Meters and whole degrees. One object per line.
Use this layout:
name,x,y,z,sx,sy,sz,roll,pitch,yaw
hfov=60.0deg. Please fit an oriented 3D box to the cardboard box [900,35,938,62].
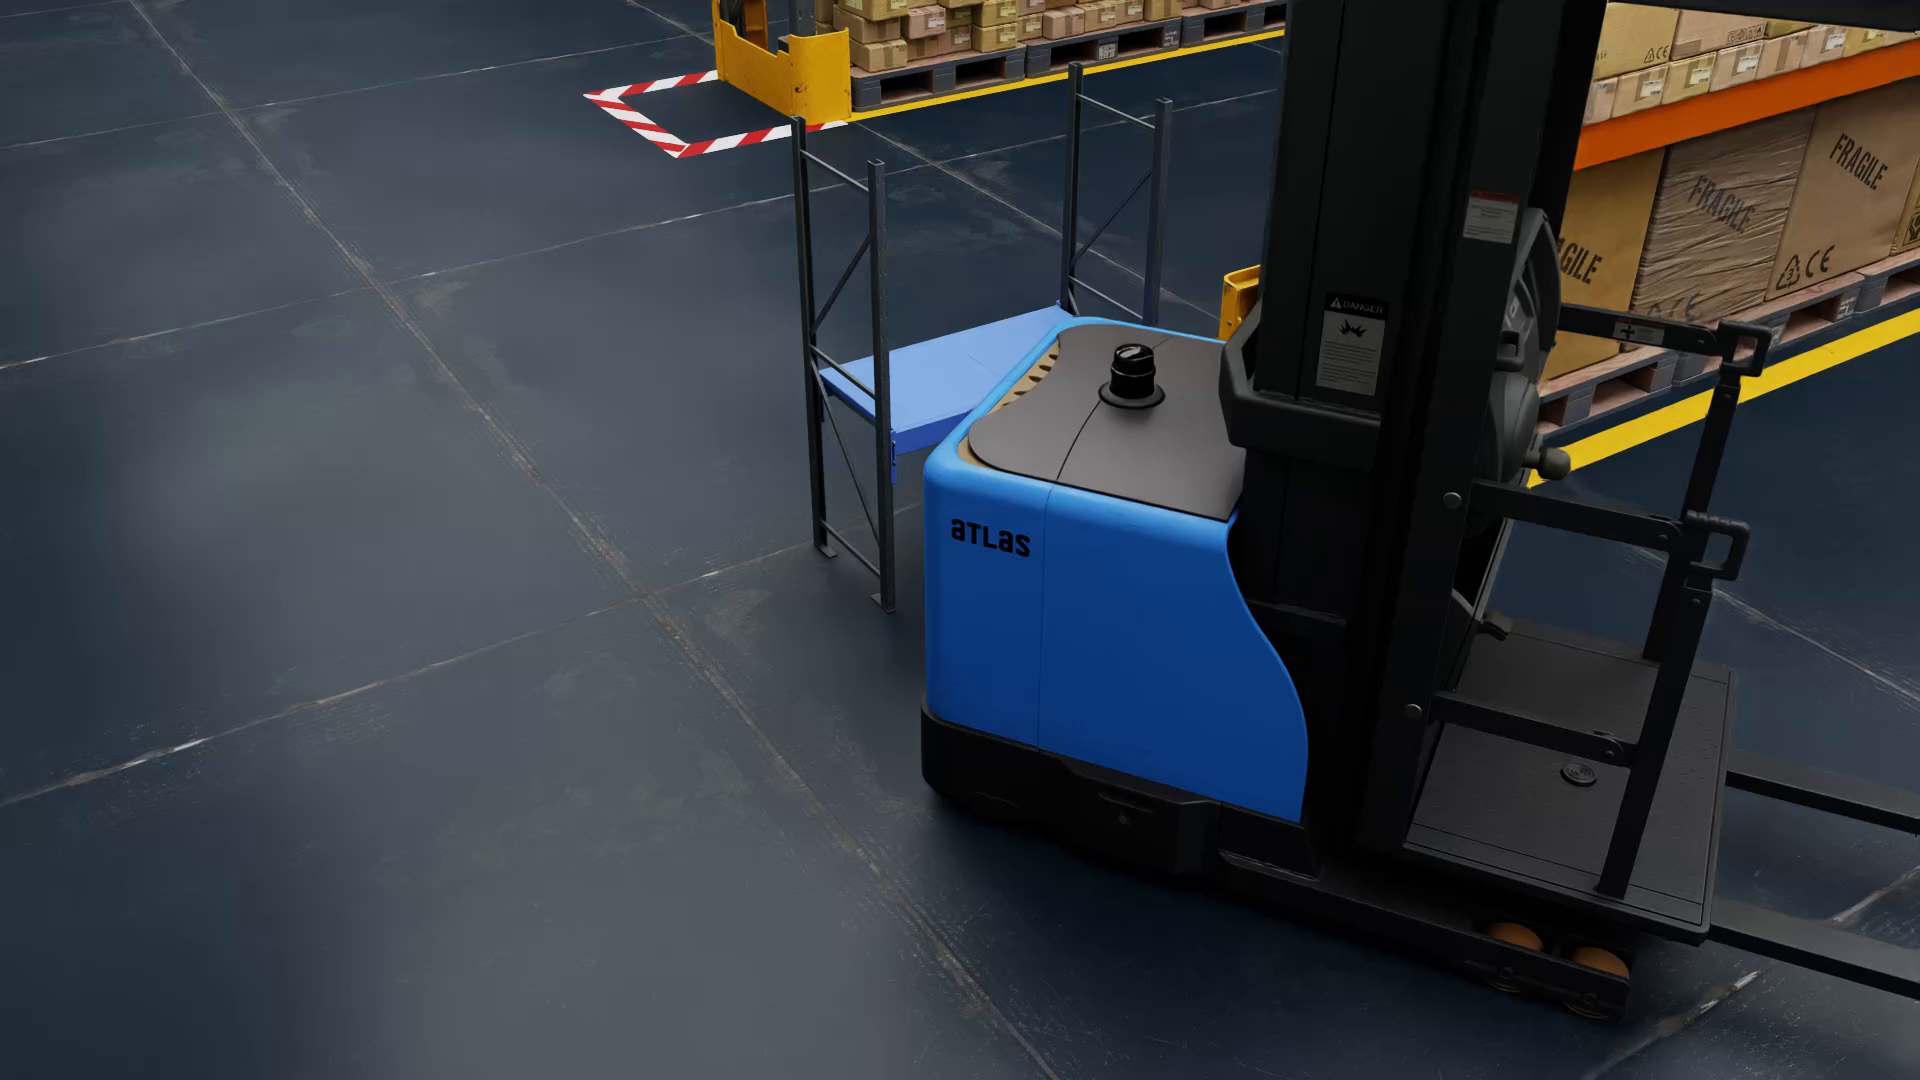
cardboard box,-0.339,-3.002,9.976,0.250,0.149,0.380,-19,37,-27

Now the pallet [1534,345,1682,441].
pallet,2.104,-0.743,6.730,1.213,0.211,1.003,-19,37,-27

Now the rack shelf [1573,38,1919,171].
rack shelf,3.155,-1.930,6.673,4.000,0.370,1.077,-19,37,-27

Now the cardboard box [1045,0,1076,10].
cardboard box,0.521,-3.450,10.407,0.250,0.149,0.380,-17,36,-25

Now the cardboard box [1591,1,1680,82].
cardboard box,2.024,-1.736,5.553,0.500,0.250,0.500,-20,37,-28

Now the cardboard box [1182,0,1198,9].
cardboard box,1.351,-3.607,10.935,0.250,0.149,0.380,-20,37,-28

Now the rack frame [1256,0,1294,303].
rack frame,1.474,-1.656,5.564,0.127,3.000,1.000,-19,37,-27

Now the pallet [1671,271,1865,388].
pallet,3.128,-1.094,7.286,1.213,0.211,1.003,-19,37,-27

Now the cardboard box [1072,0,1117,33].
cardboard box,0.778,-3.343,10.516,0.250,0.149,0.380,-19,37,-27

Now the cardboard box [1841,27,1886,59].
cardboard box,3.243,-1.950,6.265,0.250,0.149,0.380,-20,37,-28

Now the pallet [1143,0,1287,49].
pallet,1.688,-3.677,11.381,1.213,0.211,1.003,-19,37,-27

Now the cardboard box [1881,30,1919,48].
cardboard box,3.463,-2.027,6.387,0.250,0.149,0.380,-18,37,-27

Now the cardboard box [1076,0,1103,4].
cardboard box,0.754,-3.524,10.524,0.250,0.149,0.380,-17,36,-25

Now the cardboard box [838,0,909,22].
cardboard box,-0.504,-3.132,9.625,0.250,0.149,0.380,-21,38,-29

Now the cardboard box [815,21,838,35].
cardboard box,-0.799,-3.127,10.175,0.250,0.149,0.380,-18,37,-26

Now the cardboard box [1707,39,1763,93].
cardboard box,2.600,-1.730,5.916,0.250,0.149,0.380,-20,37,-28

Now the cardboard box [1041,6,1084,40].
cardboard box,0.560,-3.251,10.371,0.250,0.149,0.380,-21,38,-30

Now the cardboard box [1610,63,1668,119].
cardboard box,2.166,-1.580,5.678,0.250,0.149,0.380,-20,37,-28

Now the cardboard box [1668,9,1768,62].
cardboard box,2.457,-1.890,5.796,0.500,0.250,0.500,-19,37,-28

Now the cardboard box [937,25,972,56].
cardboard box,-0.134,-3.077,10.095,0.250,0.149,0.380,-19,37,-27

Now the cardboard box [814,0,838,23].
cardboard box,-0.839,-3.288,10.151,0.250,0.149,0.380,-20,37,-29

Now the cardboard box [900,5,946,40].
cardboard box,-0.288,-3.098,9.849,0.250,0.149,0.380,-19,37,-27

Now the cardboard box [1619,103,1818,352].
cardboard box,2.733,-1.419,6.786,0.875,0.875,0.875,-19,37,-27

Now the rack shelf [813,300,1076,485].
rack shelf,0.072,-0.507,5.485,1.000,0.185,0.538,-19,37,-27

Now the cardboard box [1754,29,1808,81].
cardboard box,2.814,-1.803,6.032,0.250,0.149,0.380,-20,37,-28

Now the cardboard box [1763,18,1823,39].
cardboard box,2.881,-2.033,6.024,0.500,0.250,0.500,-20,38,-29

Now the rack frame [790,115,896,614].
rack frame,-0.356,-0.512,5.156,0.032,1.500,0.500,-19,37,-27

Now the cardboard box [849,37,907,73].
cardboard box,-0.515,-2.890,9.798,0.250,0.149,0.380,-18,37,-26

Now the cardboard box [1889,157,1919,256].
cardboard box,4.238,-1.937,7.607,0.875,0.875,0.875,-19,37,-27

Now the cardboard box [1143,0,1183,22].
cardboard box,1.219,-3.473,10.722,0.250,0.149,0.380,-19,37,-27

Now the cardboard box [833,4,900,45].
cardboard box,-0.549,-3.044,9.763,0.250,0.149,0.380,-17,36,-25

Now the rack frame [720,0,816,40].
rack frame,-1.128,-3.910,9.137,0.127,3.000,1.000,-19,37,-27

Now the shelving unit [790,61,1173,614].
shelving unit,0.072,-0.659,5.389,1.048,1.500,0.538,-19,37,-27

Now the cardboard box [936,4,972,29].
cardboard box,-0.130,-3.208,10.024,0.250,0.149,0.380,-18,37,-27

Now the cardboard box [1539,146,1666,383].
cardboard box,1.969,-1.156,6.369,0.875,0.875,0.875,-19,37,-27

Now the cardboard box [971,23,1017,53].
cardboard box,0.140,-3.102,10.134,0.250,0.149,0.380,-18,37,-27

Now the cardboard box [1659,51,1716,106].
cardboard box,2.381,-1.654,5.796,0.250,0.149,0.380,-20,37,-28

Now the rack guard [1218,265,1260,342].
rack guard,1.454,-0.592,6.220,0.348,0.500,1.175,-19,37,-27

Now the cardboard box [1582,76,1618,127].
cardboard box,1.951,-1.505,5.559,0.250,0.149,0.380,-19,37,-27

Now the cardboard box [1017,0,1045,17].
cardboard box,0.316,-3.353,10.253,0.250,0.149,0.380,-21,38,-29

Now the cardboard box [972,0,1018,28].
cardboard box,0.144,-3.234,10.064,0.250,0.149,0.380,-18,36,-26

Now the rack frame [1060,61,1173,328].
rack frame,0.499,-0.806,5.622,0.032,1.500,0.500,-19,37,-27

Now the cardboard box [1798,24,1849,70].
cardboard box,3.031,-1.878,6.150,0.250,0.149,0.380,-19,37,-28

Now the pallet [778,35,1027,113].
pallet,-0.363,-2.971,10.263,1.213,0.211,1.003,-19,37,-27

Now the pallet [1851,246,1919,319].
pallet,4.155,-1.449,7.849,1.213,0.211,1.003,-19,37,-27

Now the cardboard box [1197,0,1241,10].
cardboard box,1.638,-3.629,10.970,0.250,0.149,0.380,-20,38,-29

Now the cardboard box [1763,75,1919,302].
cardboard box,3.481,-1.677,7.194,0.875,0.875,0.875,-19,37,-27

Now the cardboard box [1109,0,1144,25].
cardboard box,0.963,-3.427,10.650,0.250,0.149,0.380,-18,37,-26

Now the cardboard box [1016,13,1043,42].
cardboard box,0.303,-3.218,10.318,0.250,0.149,0.380,-19,37,-27

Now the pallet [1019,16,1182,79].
pallet,0.662,-3.322,10.818,1.213,0.211,1.003,-19,37,-27

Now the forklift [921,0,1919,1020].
forklift,1.455,-0.430,3.684,3.031,2.935,1.130,14,35,21

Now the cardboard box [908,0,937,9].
cardboard box,-0.337,-3.266,9.837,0.250,0.149,0.380,-18,37,-26

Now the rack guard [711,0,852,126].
rack guard,-1.065,-2.875,9.838,0.348,0.500,1.175,-19,37,-27

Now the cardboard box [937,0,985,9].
cardboard box,-0.056,-3.281,9.861,0.250,0.149,0.380,-19,37,-27
